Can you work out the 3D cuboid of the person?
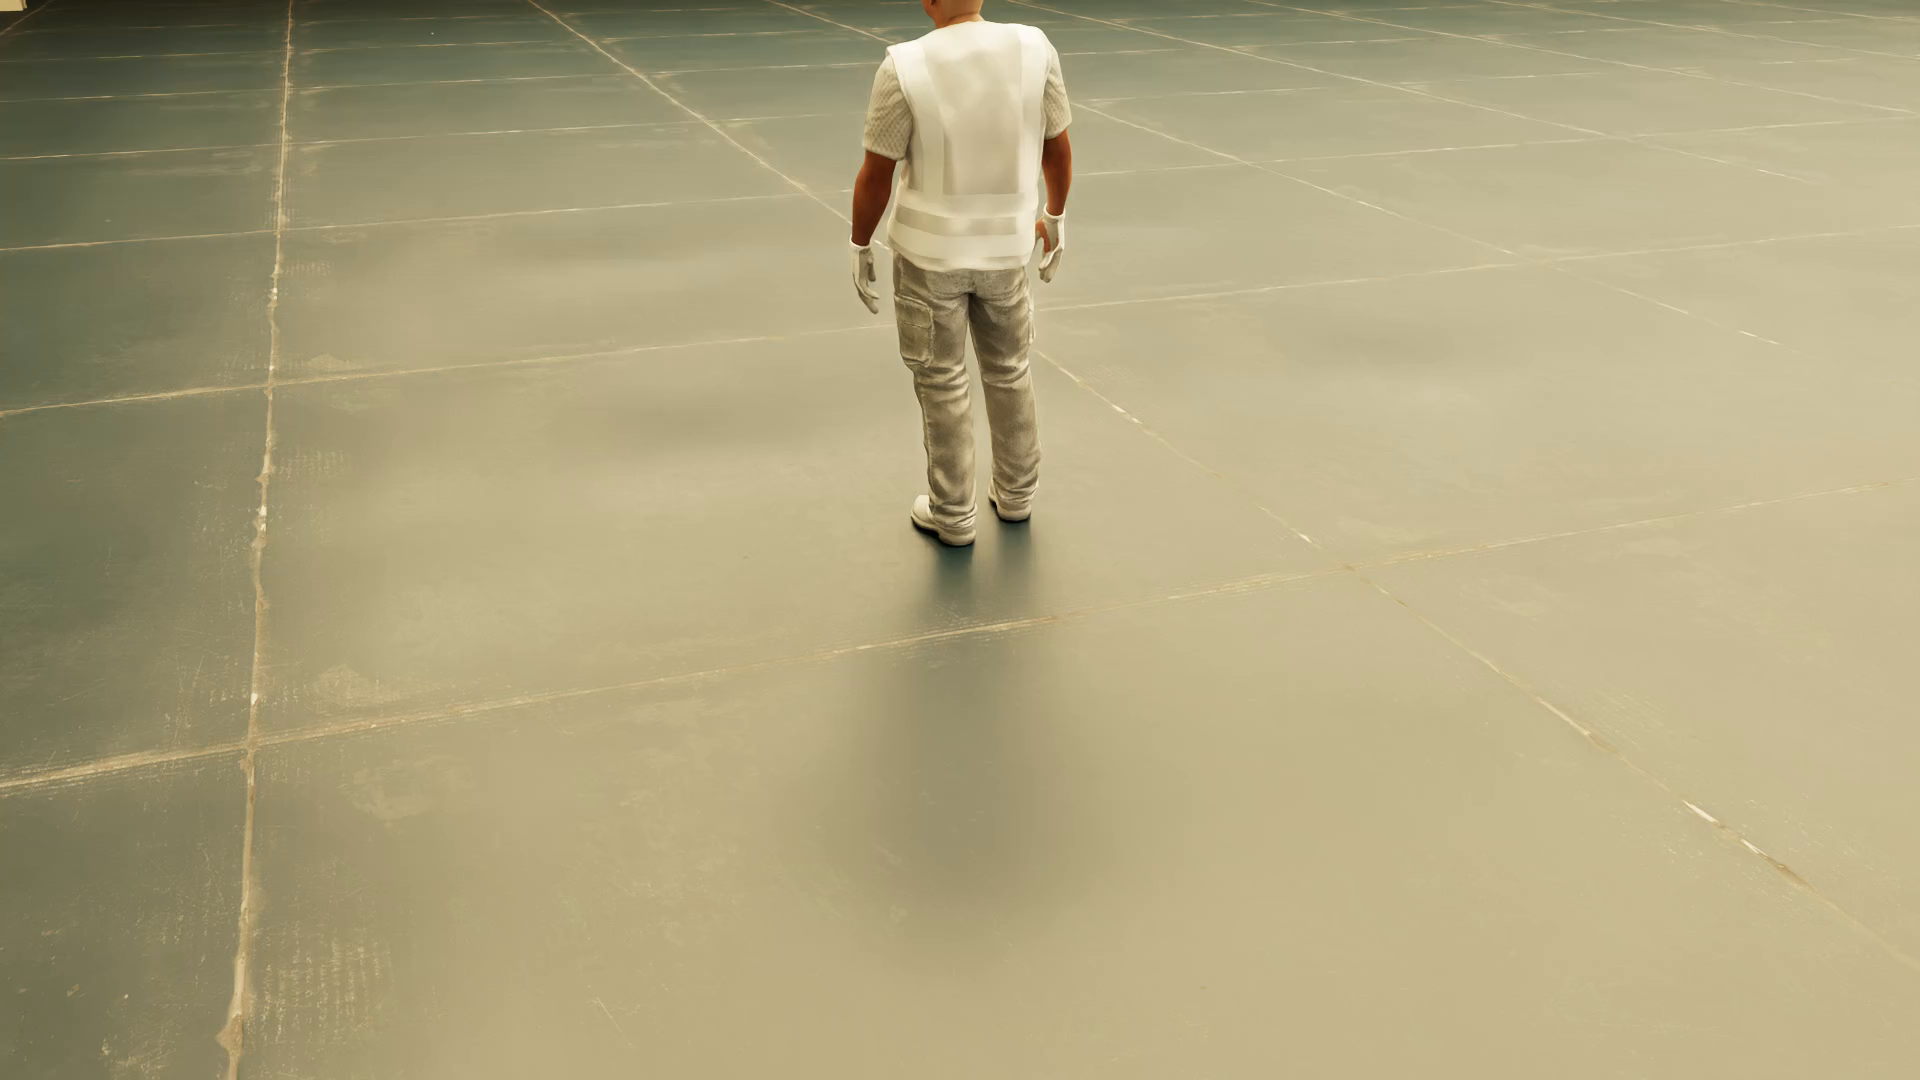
[{"bbox_3d":[-0.018,-0.856,4.796,0.656,1.784,0.575,-8,24,-18],"label":"person"}]
